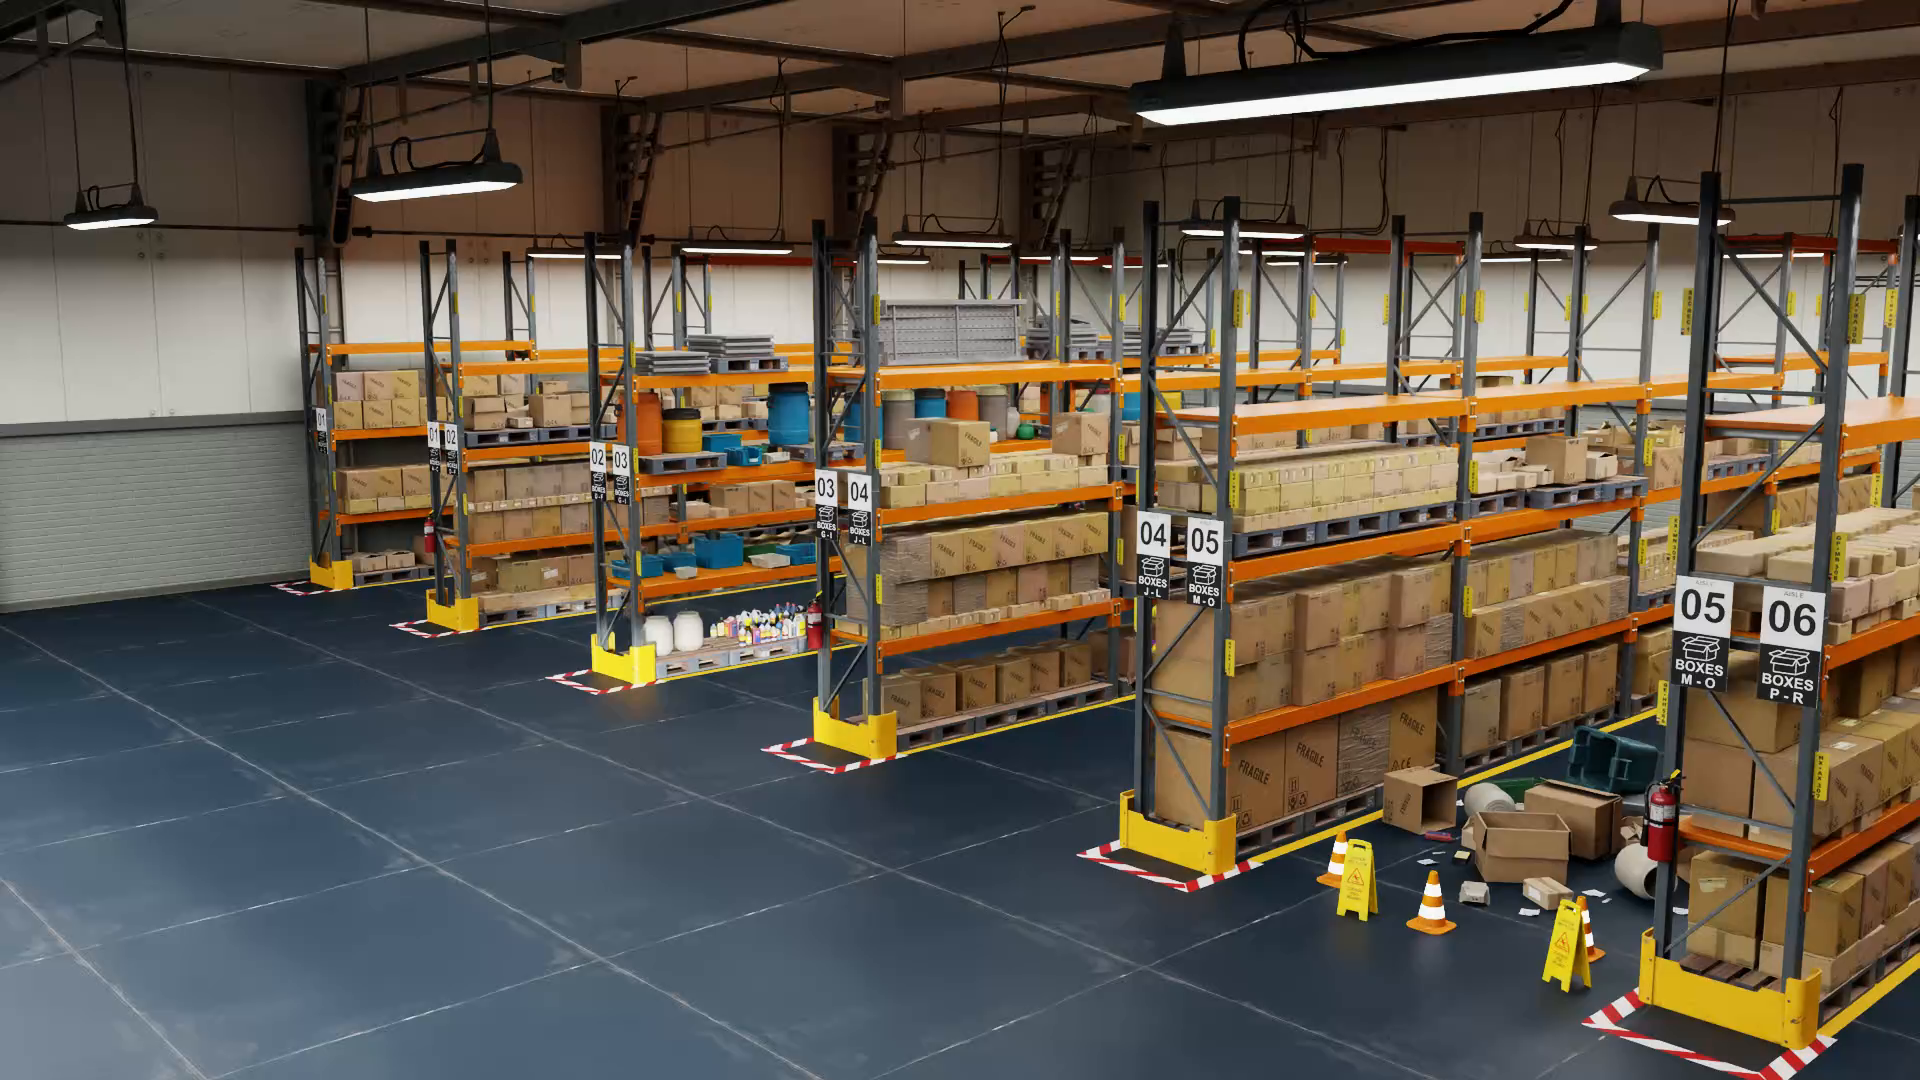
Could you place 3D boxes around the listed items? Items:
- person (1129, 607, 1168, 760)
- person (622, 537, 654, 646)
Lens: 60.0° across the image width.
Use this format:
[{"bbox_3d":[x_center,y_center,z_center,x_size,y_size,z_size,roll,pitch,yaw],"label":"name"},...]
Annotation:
[{"bbox_3d":[2.219,1.594,18.661,0.724,1.739,0.693,6,10,36],"label":"person"},{"bbox_3d":[-4.810,0.738,24.764,0.693,1.674,0.681,6,10,35],"label":"person"}]
